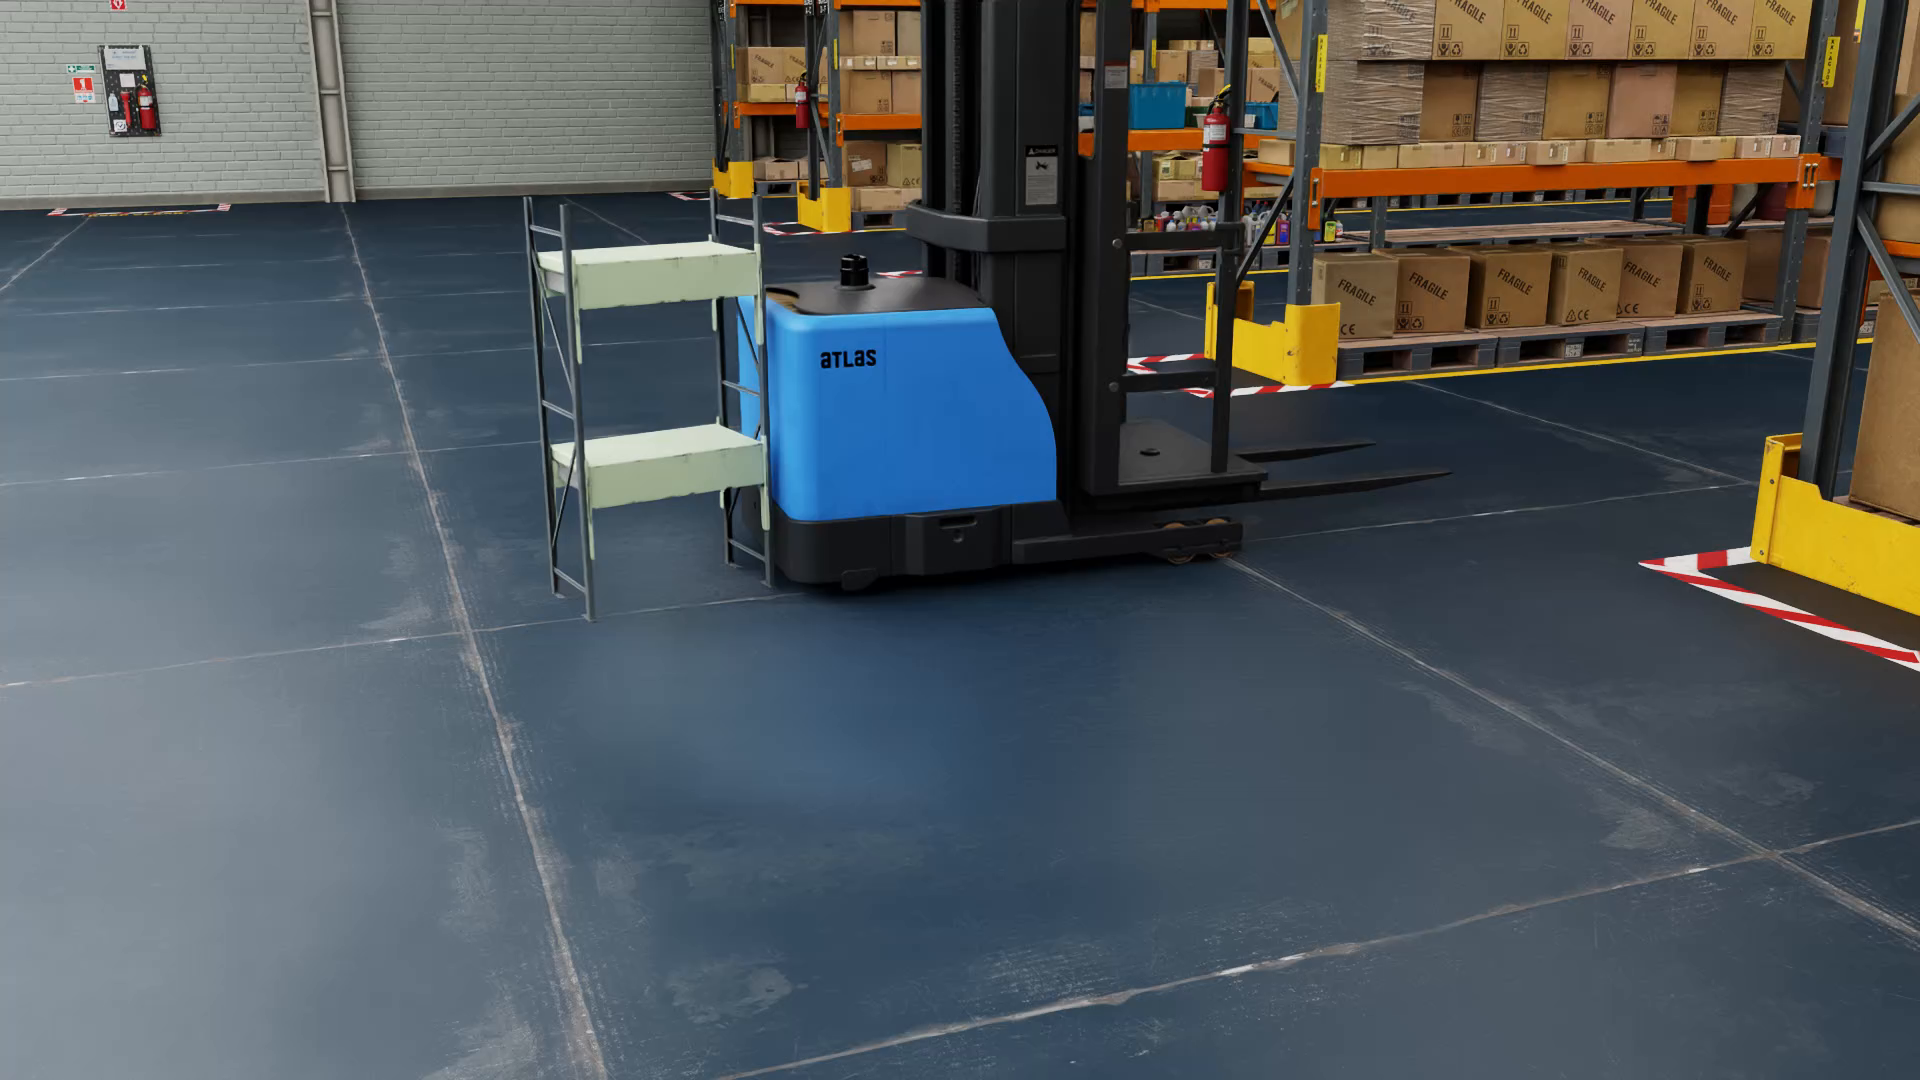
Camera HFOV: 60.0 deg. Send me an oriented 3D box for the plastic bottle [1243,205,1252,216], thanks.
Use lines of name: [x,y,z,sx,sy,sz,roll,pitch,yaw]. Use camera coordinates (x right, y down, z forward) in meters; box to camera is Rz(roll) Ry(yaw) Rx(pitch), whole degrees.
plastic bottle: [2.832,-3.211,16.629,0.185,0.351,0.144,-7,18,-22]

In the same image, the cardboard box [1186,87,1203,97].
cardboard box: [2.897,-5.638,21.212,0.258,0.266,0.396,-7,18,-21]

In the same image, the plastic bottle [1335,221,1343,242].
plastic bottle: [3.684,-3.012,16.216,0.097,0.201,0.097,0,16,0]

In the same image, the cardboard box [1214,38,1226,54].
cardboard box: [4.432,-7.946,26.761,0.500,0.250,0.500,-6,17,-19]

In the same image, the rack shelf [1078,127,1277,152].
rack shelf: [2.043,-3.715,15.702,4.000,0.370,1.077,-6,17,-20]

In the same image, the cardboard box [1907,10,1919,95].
cardboard box: [3.989,-1.858,5.918,0.550,0.550,0.875,-6,17,-20]

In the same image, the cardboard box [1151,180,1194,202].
cardboard box: [2.607,-4.423,20.972,0.500,0.250,0.500,-7,18,-21]

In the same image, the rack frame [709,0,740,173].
rack frame: [-3.369,-6.465,23.791,0.127,3.000,1.000,-6,17,-20]

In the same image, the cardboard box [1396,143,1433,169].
cardboard box: [2.778,-2.442,10.537,0.250,0.149,0.380,-6,17,-20]

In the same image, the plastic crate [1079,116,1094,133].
plastic crate: [1.126,-3.738,14.971,0.250,0.136,0.298,-6,17,-20]

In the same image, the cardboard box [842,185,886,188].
cardboard box: [-1.198,-4.176,20.131,0.500,0.250,0.500,-6,17,-20]

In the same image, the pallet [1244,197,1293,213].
pallet: [3.957,-4.436,21.830,1.213,0.211,1.003,-6,17,-20]

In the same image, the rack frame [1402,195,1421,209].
rack frame: [5.877,-5.969,22.100,0.127,3.000,1.000,-6,17,-20]

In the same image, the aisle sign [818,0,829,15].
aisle sign: [-1.545,-6.322,18.690,0.004,0.787,0.394,-6,17,-20]

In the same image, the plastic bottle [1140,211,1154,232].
plastic bottle: [1.836,-3.083,16.315,0.133,0.283,0.061,-6,17,-19]

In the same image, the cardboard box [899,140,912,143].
cardboard box: [-0.589,-5.765,25.062,0.500,0.500,0.500,-8,18,-24]

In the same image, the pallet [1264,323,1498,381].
pallet: [2.790,-1.298,11.143,1.213,0.211,1.003,-6,17,-20]

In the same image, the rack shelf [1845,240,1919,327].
rack shelf: [5.496,-1.097,6.786,4.000,0.370,1.077,-6,17,-20]

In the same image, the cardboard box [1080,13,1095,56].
cardboard box: [1.258,-6.138,20.197,0.500,0.500,0.700,-6,17,-20]

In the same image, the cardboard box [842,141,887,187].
cardboard box: [-1.199,-4.537,20.027,0.500,0.500,0.500,-6,17,-20]

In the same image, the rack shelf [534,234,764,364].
rack shelf: [-1.143,-0.896,6.103,0.720,0.370,0.431,-11,19,-32]

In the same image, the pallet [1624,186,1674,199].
pallet: [10.254,-5.103,24.101,1.213,0.211,1.003,-6,17,-20]

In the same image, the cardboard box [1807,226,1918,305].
cardboard box: [6.716,-2.070,12.479,0.500,0.500,0.700,-6,17,-20]

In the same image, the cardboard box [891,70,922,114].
cardboard box: [-0.664,-5.308,19.673,0.500,0.500,0.700,-6,17,-19]

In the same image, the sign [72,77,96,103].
sign: [-11.502,-5.908,21.829,0.234,0.329,0.001,-6,17,-20]

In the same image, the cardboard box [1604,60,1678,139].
cardboard box: [4.330,-3.002,11.293,0.500,0.500,0.875,-6,17,-20]

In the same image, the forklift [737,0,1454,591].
forklift: [0.640,-1.442,6.808,3.031,2.935,1.130,-6,17,-18]

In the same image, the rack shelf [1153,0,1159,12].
rack shelf: [4.009,-6.861,21.092,4.000,0.370,1.077,-6,17,-20]

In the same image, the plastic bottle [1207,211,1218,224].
plastic bottle: [2.512,-3.096,16.369,0.135,0.276,0.152,-6,17,-20]

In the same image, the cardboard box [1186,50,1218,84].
cardboard box: [3.666,-7.481,26.291,0.500,0.500,0.700,-8,18,-27]

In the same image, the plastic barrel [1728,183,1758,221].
plastic barrel: [8.592,-3.807,18.410,0.421,0.512,0.421,0,16,0]

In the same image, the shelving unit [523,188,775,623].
shelving unit: [-1.143,-0.522,6.213,0.755,1.500,0.431,-11,19,-32]

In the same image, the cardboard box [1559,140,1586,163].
cardboard box: [3.921,-2.587,11.029,0.250,0.149,0.380,-6,17,-20]

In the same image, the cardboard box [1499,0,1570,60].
cardboard box: [3.495,-3.309,10.563,0.500,0.500,0.500,-6,17,-20]

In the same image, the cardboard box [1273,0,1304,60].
cardboard box: [2.373,-3.346,10.690,0.500,0.500,0.500,-6,17,-20]

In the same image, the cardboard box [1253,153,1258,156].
cardboard box: [4.052,-4.848,21.424,0.500,0.311,0.500,-6,17,-19]

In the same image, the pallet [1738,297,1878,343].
pallet: [6.410,-1.700,12.512,1.213,0.211,1.003,-6,17,-20]

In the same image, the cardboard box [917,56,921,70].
cardboard box: [-0.434,-5.581,19.452,0.250,0.149,0.380,-6,18,-21]

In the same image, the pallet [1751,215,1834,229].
pallet: [9.505,-3.540,18.777,1.213,0.211,1.003,-6,17,-20]

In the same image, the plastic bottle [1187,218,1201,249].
plastic bottle: [2.198,-2.885,15.640,0.133,0.283,0.061,-6,17,-19]

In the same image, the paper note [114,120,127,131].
paper note: [-11.139,-5.497,22.057,0.142,0.148,0.016,-6,17,-20]

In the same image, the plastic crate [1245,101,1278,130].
plastic crate: [2.974,-4.008,15.685,0.616,0.251,0.499,-6,17,-20]

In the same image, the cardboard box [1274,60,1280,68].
cardboard box: [5.138,-7.504,26.587,0.500,0.500,0.500,-6,17,-18]

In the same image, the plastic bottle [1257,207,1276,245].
plastic bottle: [2.932,-3.009,15.943,0.185,0.351,0.144,-6,17,-20]

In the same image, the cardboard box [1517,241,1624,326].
cardboard box: [4.211,-1.788,11.555,0.500,0.500,0.500,-8,18,-25]

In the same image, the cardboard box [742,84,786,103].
cardboard box: [-2.800,-6.369,23.692,0.500,0.250,0.500,-7,18,-22]

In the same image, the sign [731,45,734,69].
sign: [-3.175,-6.738,23.183,0.005,0.325,0.100,-6,17,-20]

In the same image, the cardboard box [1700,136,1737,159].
cardboard box: [5.096,-2.707,11.439,0.250,0.149,0.380,-6,17,-20]
